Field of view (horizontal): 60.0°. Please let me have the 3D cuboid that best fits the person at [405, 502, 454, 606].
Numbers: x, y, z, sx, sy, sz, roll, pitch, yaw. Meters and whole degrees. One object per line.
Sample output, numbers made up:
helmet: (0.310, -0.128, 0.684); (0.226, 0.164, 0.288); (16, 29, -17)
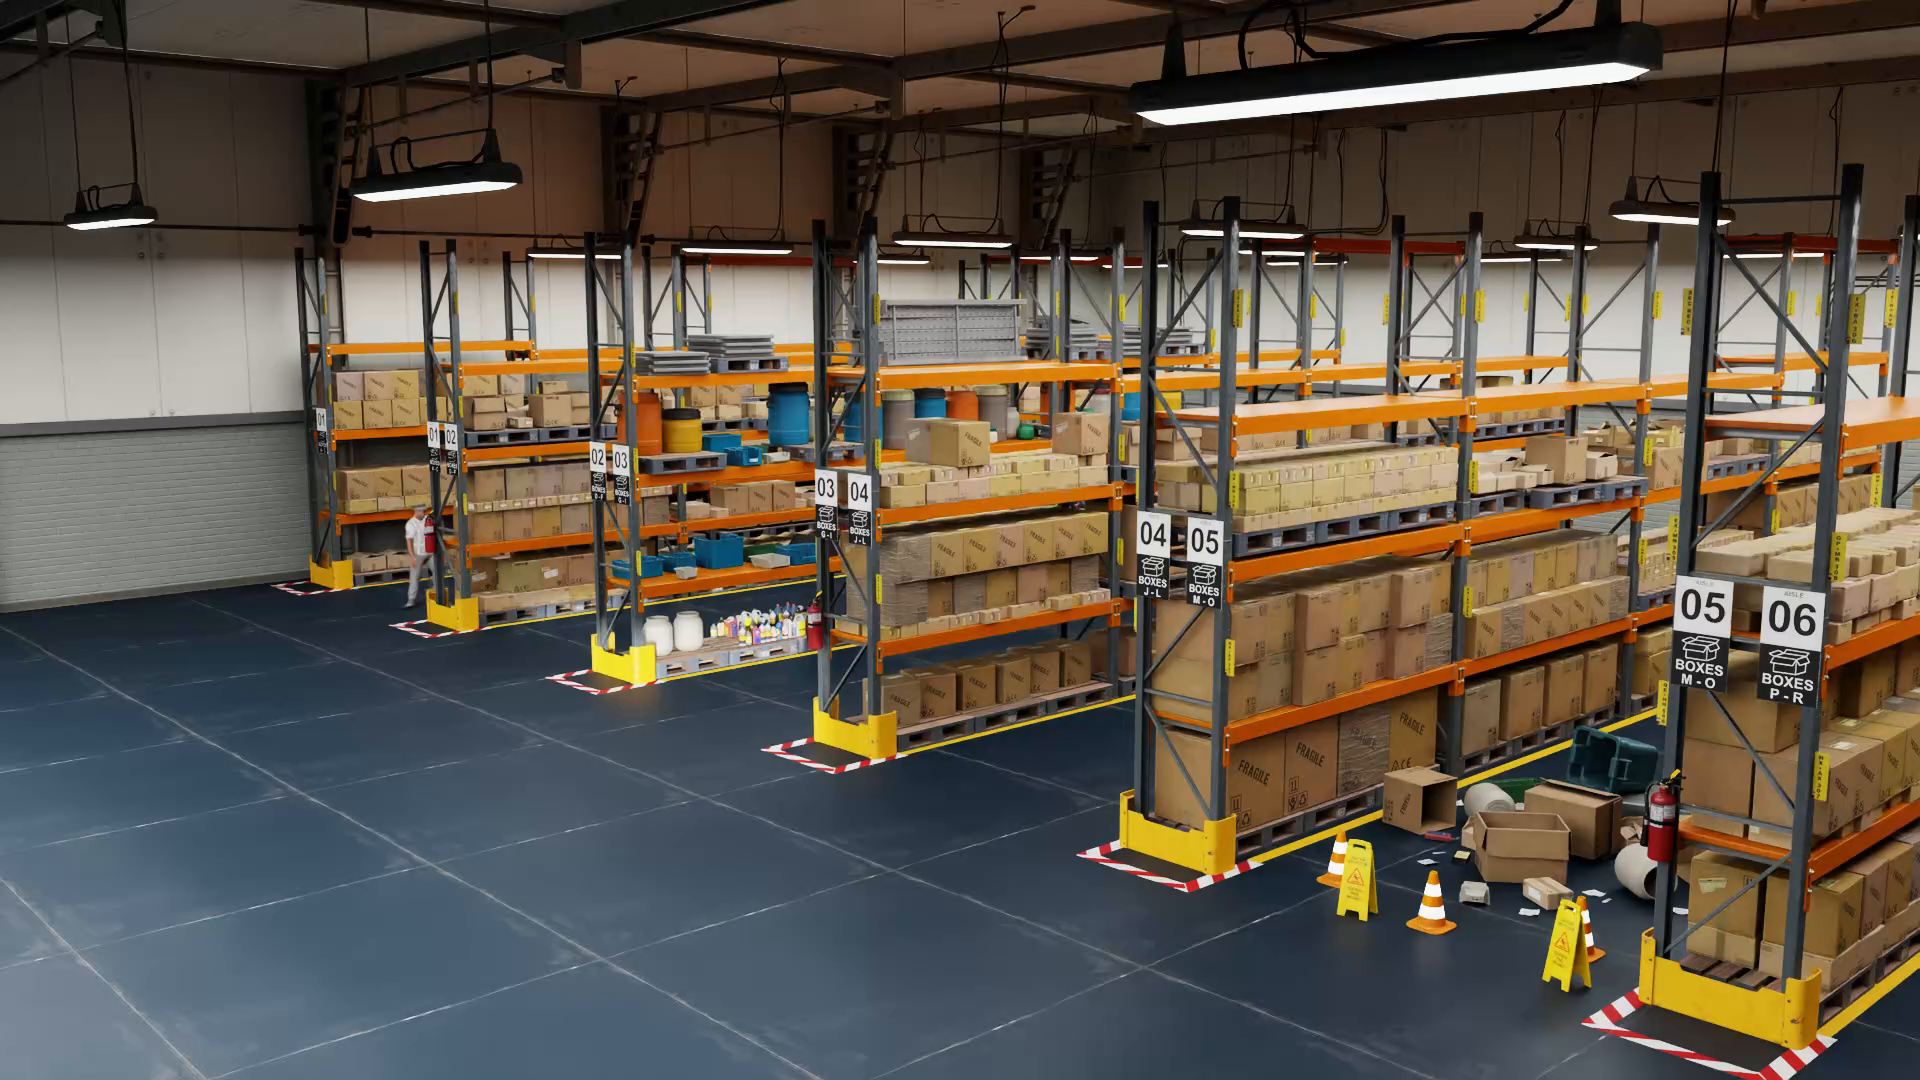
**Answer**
person: (-8.935, 0.248, 27.817); (0.703, 1.794, 0.551); (-8, 11, -42)
